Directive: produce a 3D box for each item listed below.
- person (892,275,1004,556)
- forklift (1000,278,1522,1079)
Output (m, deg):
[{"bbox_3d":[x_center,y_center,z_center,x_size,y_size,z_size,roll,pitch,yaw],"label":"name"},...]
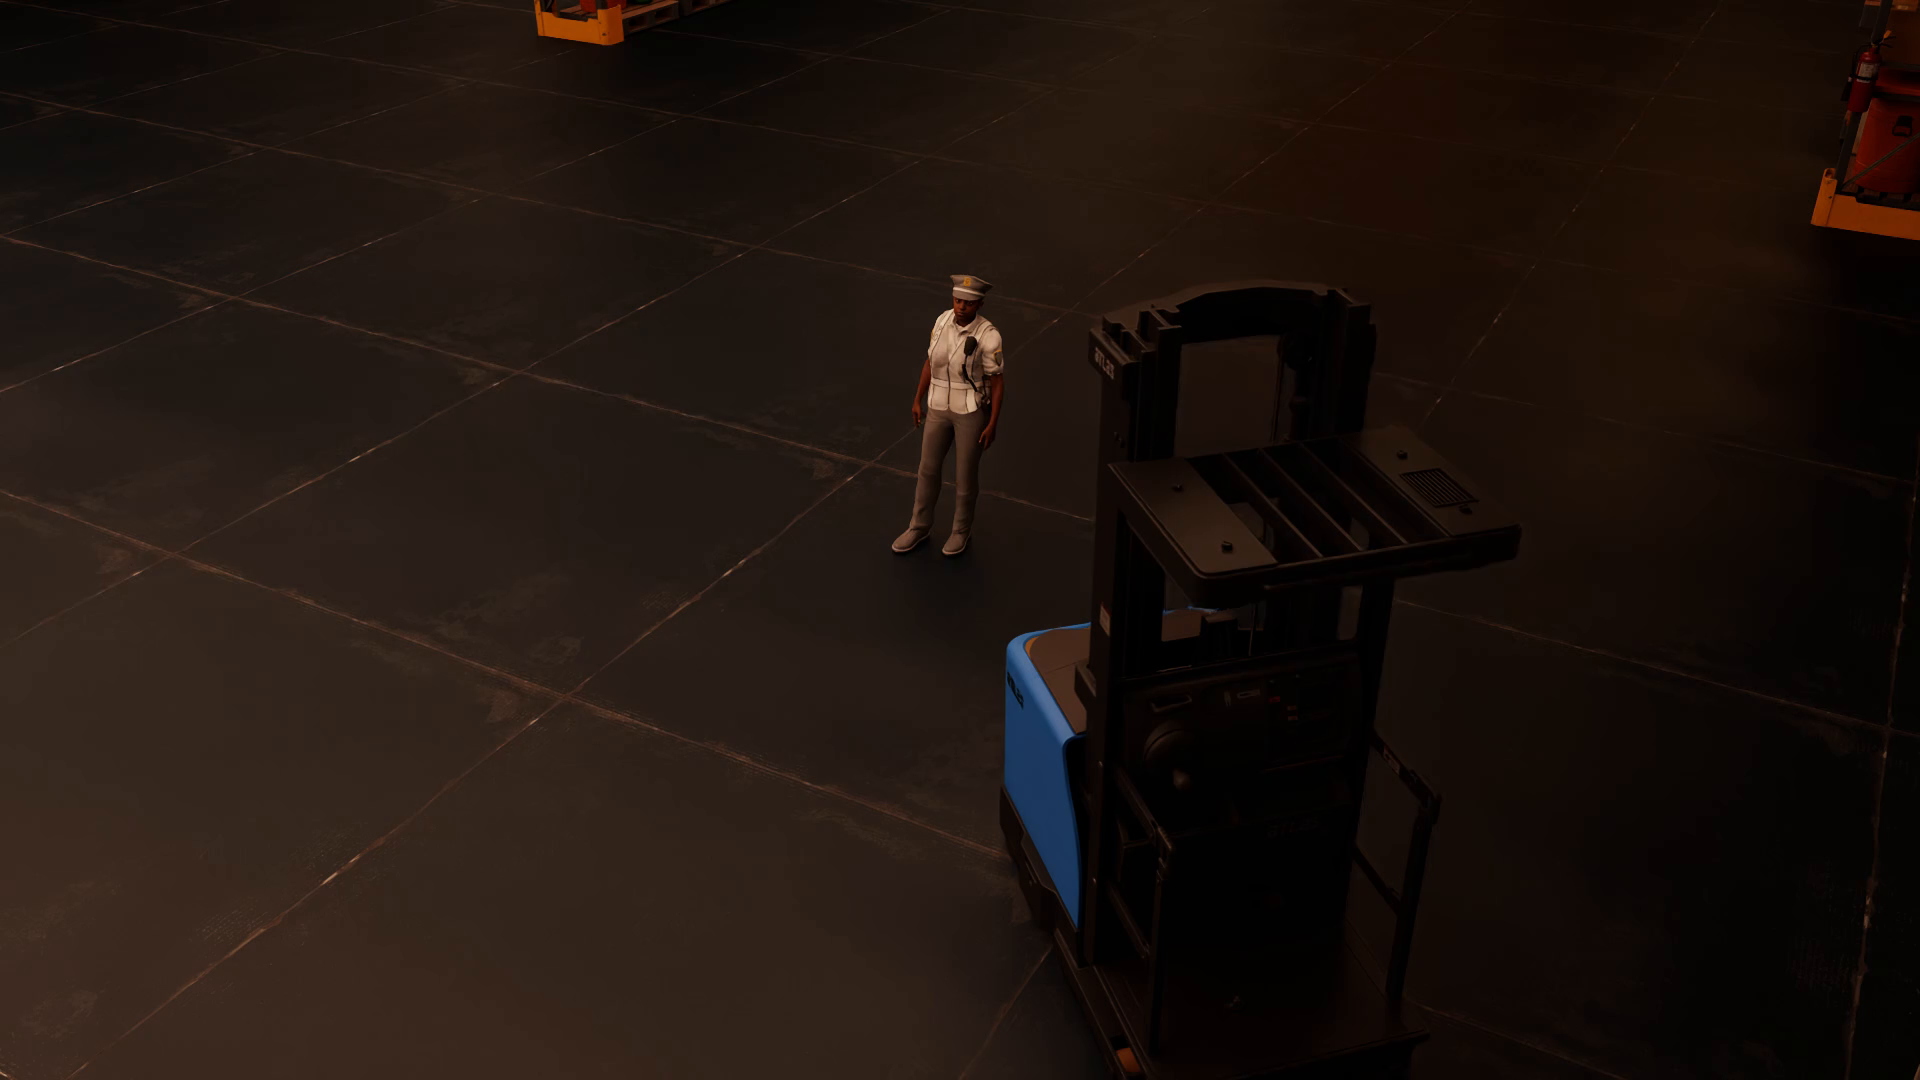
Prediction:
[{"bbox_3d":[-0.053,-0.711,9.528,0.570,1.692,0.530,15,33,25],"label":"person"},{"bbox_3d":[1.090,0.707,5.845,1.130,2.935,3.031,-8,31,-14],"label":"forklift"}]
